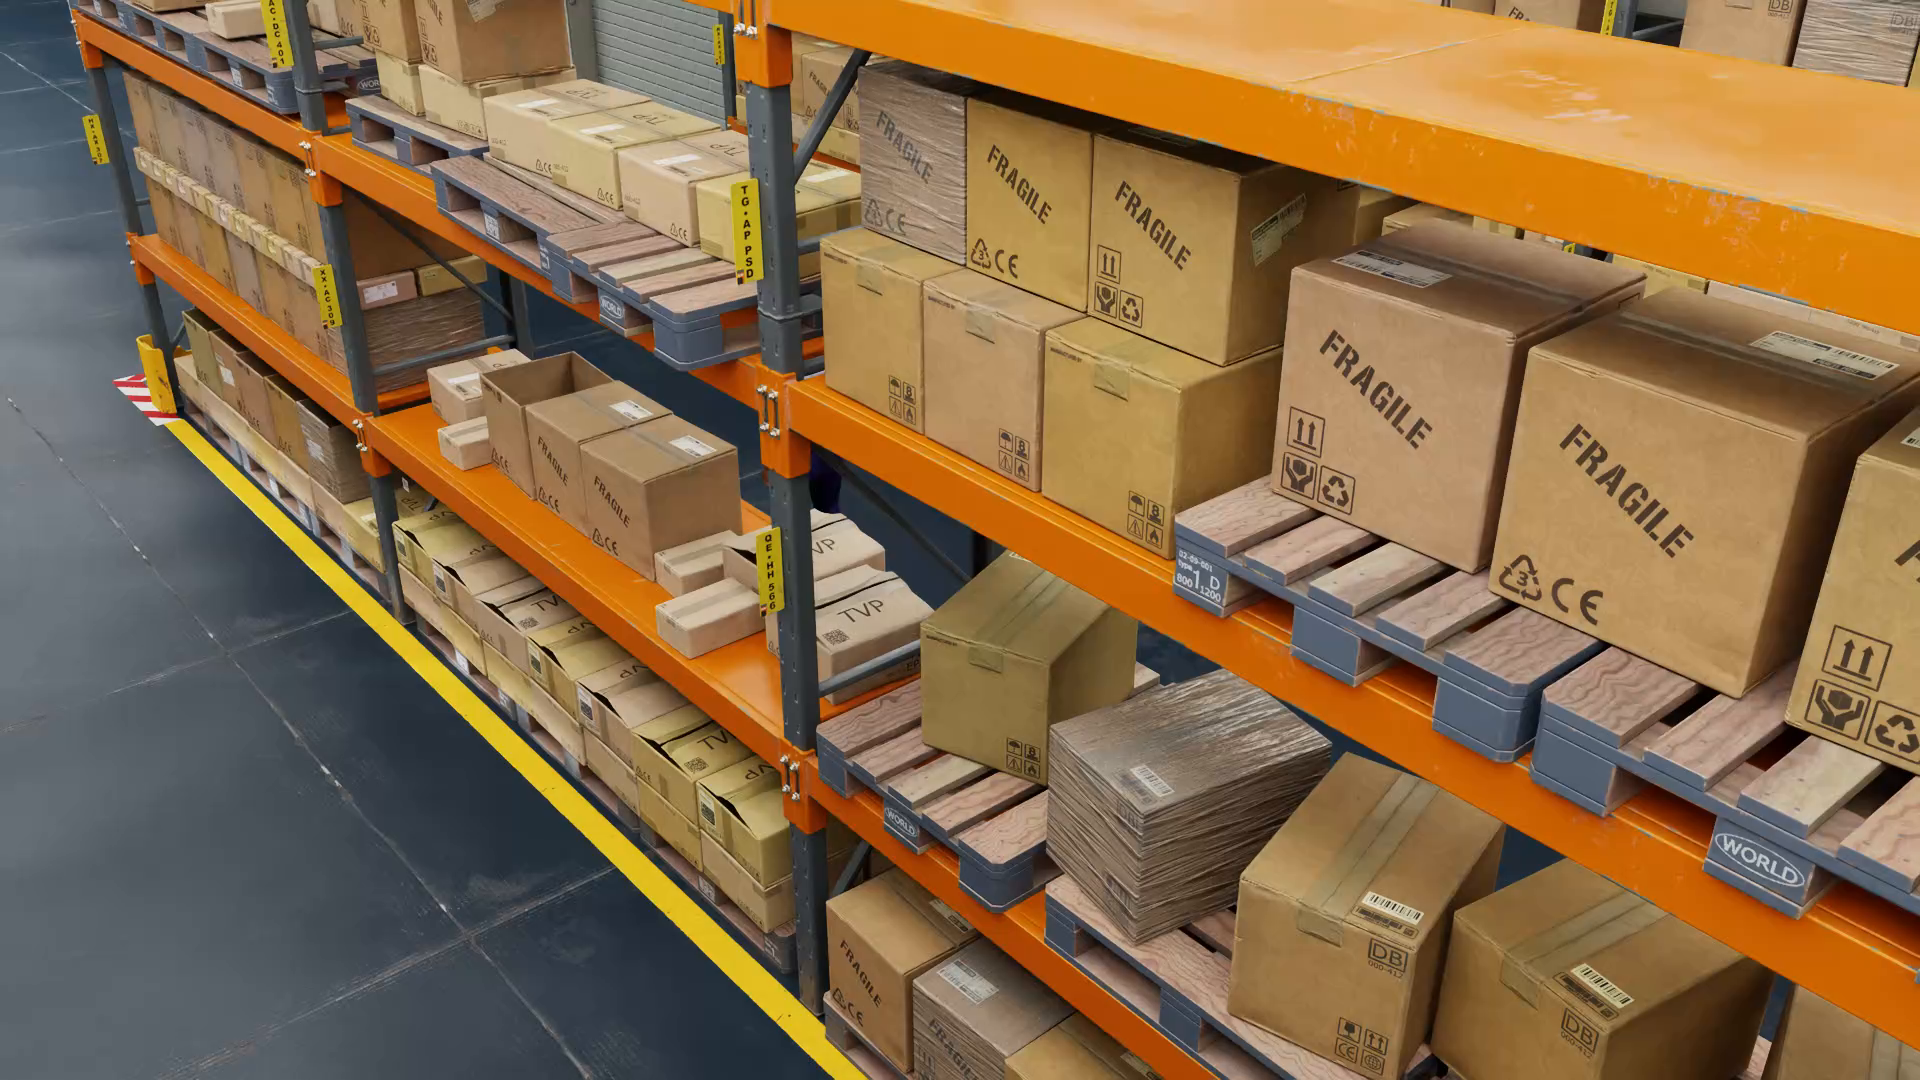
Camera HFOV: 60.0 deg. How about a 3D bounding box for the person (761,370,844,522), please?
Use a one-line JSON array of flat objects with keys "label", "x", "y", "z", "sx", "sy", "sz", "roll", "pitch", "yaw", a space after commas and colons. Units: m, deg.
[{"label": "person", "x": -0.900, "y": -0.474, "z": 9.512, "sx": 0.563, "sy": 1.649, "sz": 0.418, "roll": -24, "pitch": 36, "yaw": -37}]
